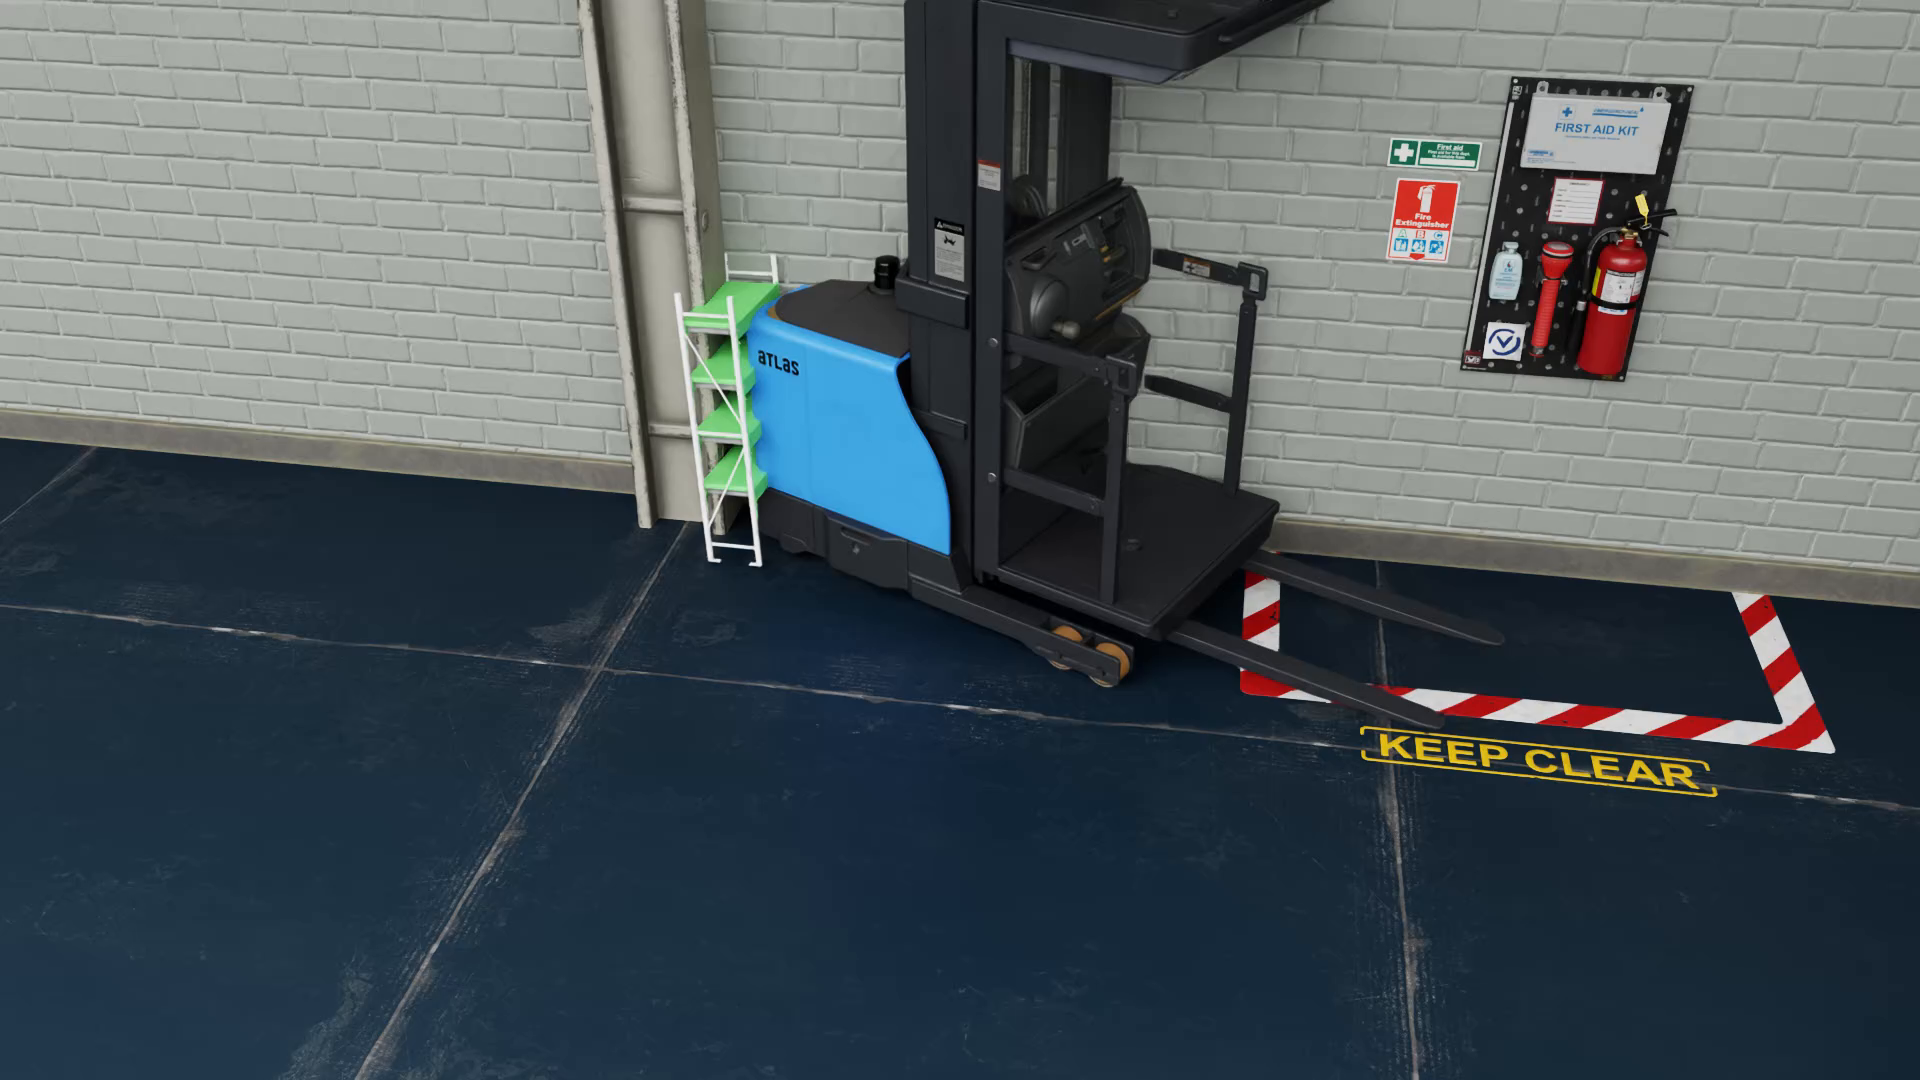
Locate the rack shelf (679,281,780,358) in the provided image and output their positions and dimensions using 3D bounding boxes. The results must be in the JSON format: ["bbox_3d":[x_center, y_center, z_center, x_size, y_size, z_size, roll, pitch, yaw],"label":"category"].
[{"bbox_3d":[-0.930,-0.908,6.763,0.258,0.148,0.480,5,30,14],"label":"rack shelf"}]

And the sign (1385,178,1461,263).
[{"bbox_3d":[1.761,-1.215,6.330,0.234,0.329,0.001,5,32,8],"label":"sign"}]

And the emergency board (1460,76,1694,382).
[{"bbox_3d":[2.288,-1.096,6.174,0.643,1.169,0.194,5,32,8],"label":"emergency board"}]

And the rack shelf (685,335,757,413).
[{"bbox_3d":[-0.920,-0.698,6.879,0.258,0.148,0.480,5,30,14],"label":"rack shelf"}]

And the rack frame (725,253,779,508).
[{"bbox_3d":[-0.852,-0.660,7.170,0.240,1.200,0.015,5,30,14],"label":"rack frame"}]

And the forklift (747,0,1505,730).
[{"bbox_3d":[0.620,-1.003,6.090,3.031,2.935,1.130,20,37,29],"label":"forklift"}]

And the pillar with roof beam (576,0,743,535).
[{"bbox_3d":[-1.921,-1.683,1.457,0.400,9.000,9.100,5,32,8],"label":"pillar with roof beam"}]

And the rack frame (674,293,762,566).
[{"bbox_3d":[-0.975,-0.428,6.759,0.240,1.200,0.015,5,30,14],"label":"rack frame"}]

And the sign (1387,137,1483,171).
[{"bbox_3d":[1.764,-1.434,6.181,0.331,0.109,0.001,5,32,8],"label":"sign"}]

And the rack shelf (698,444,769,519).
[{"bbox_3d":[-0.902,-0.278,7.111,0.258,0.148,0.480,5,30,14],"label":"rack shelf"}]

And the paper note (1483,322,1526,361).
[{"bbox_3d":[2.125,-0.775,6.491,0.142,0.148,0.016,5,32,8],"label":"paper note"}]

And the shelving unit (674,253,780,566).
[{"bbox_3d":[-0.914,-0.544,6.964,0.258,1.200,0.503,5,30,14],"label":"shelving unit"}]

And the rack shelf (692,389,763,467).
[{"bbox_3d":[-0.911,-0.488,6.995,0.258,0.148,0.480,5,30,14],"label":"rack shelf"}]
